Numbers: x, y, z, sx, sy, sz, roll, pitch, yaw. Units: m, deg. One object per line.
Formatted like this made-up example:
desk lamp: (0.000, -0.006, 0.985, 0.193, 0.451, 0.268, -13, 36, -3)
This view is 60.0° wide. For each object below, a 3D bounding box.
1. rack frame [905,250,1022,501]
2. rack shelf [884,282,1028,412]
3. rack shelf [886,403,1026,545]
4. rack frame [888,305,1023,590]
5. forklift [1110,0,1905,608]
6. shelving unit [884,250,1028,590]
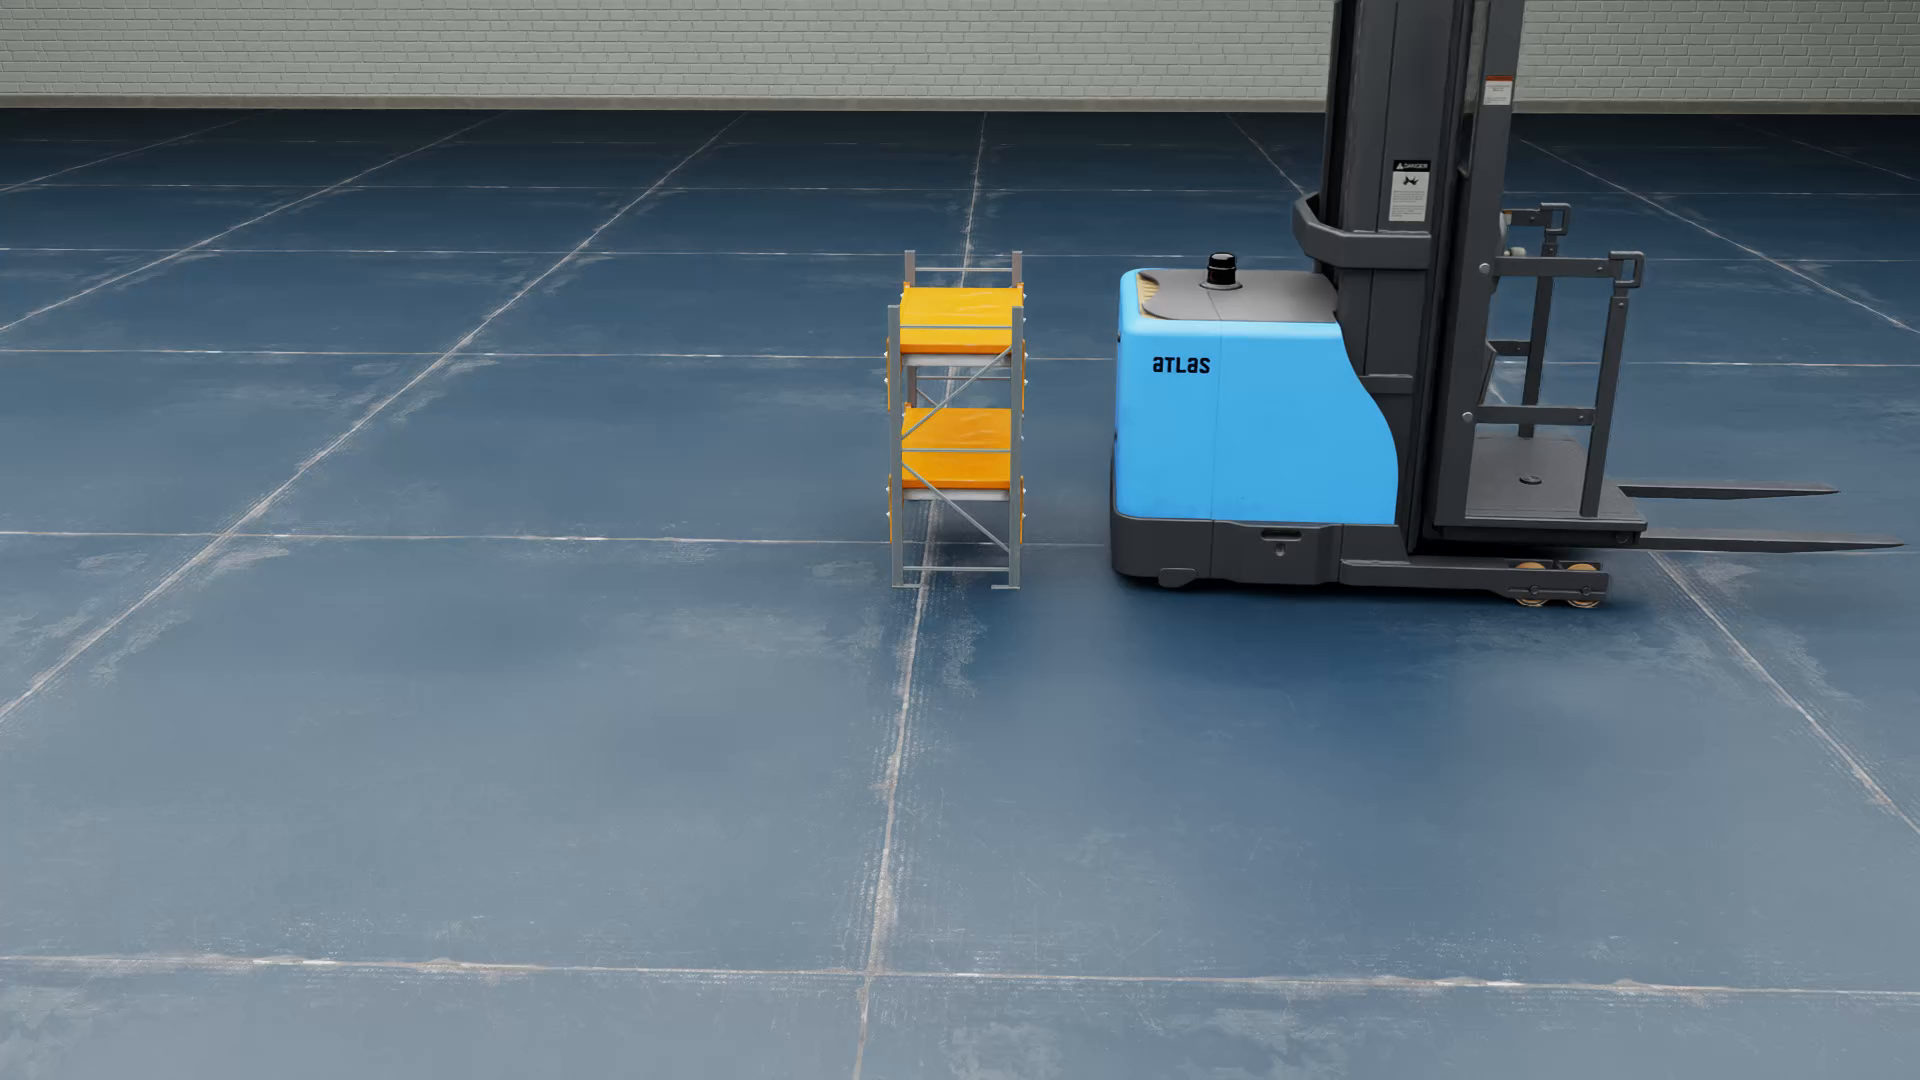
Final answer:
rack frame: (0.015, -0.706, 7.293, 0.500, 1.125, 0.032, 1, 21, 2)
rack shelf: (0.000, -0.795, 6.713, 0.538, 0.278, 1.000, 1, 21, 2)
rack shelf: (0.000, -0.294, 6.908, 0.538, 0.278, 1.000, 1, 21, 2)
rack frame: (-0.016, -0.338, 6.345, 0.500, 1.125, 0.032, 1, 21, 2)
forklift: (2.141, -1.306, 6.344, 3.031, 2.935, 1.130, 2, 21, 4)
shelving unit: (0.000, -0.522, 6.819, 0.538, 1.125, 1.048, 1, 21, 2)
